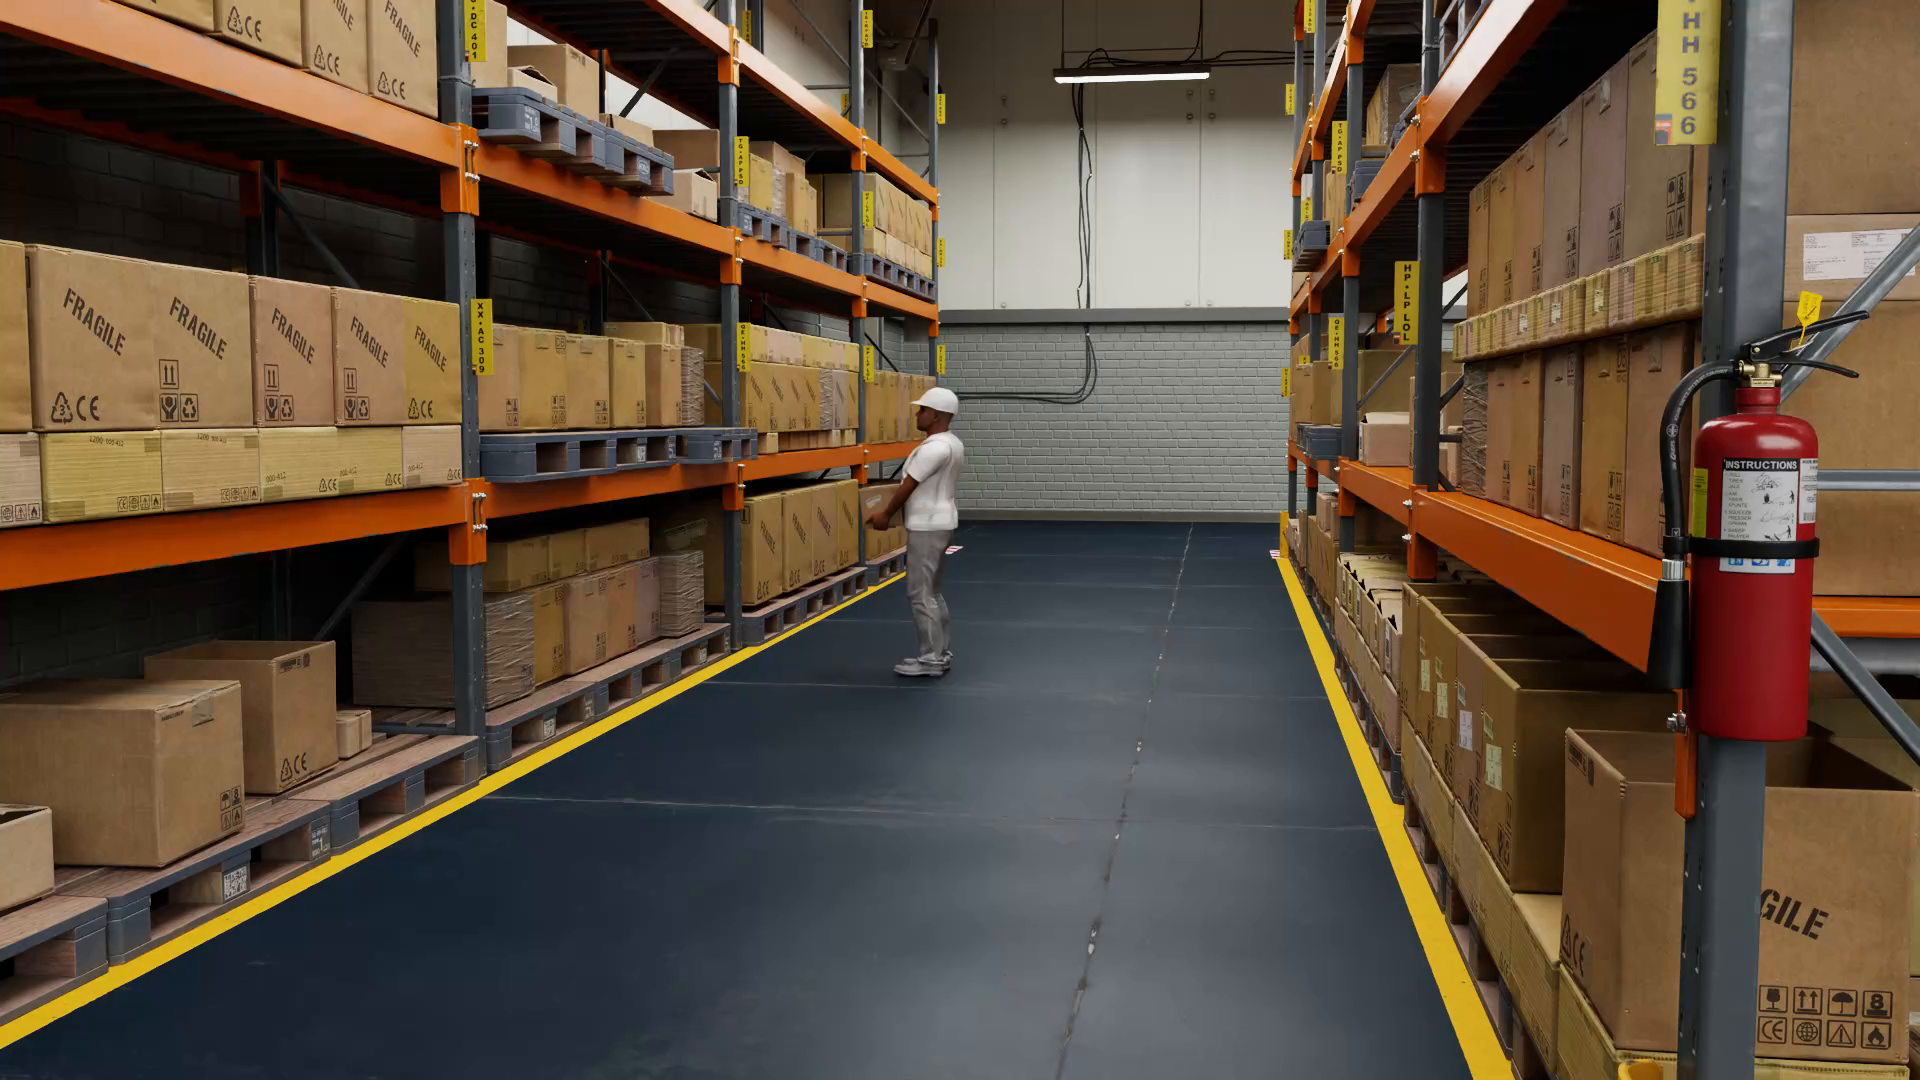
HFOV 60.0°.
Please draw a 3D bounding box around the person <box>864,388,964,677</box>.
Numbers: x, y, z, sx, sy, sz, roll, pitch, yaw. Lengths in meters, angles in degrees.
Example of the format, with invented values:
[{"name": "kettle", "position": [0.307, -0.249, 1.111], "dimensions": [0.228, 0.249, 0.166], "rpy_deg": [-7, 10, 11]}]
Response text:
[{"name": "person", "position": [-0.281, -0.053, 10.234], "dimensions": [0.577, 1.758, 0.503], "rpy_deg": [1, 4, 9]}]
